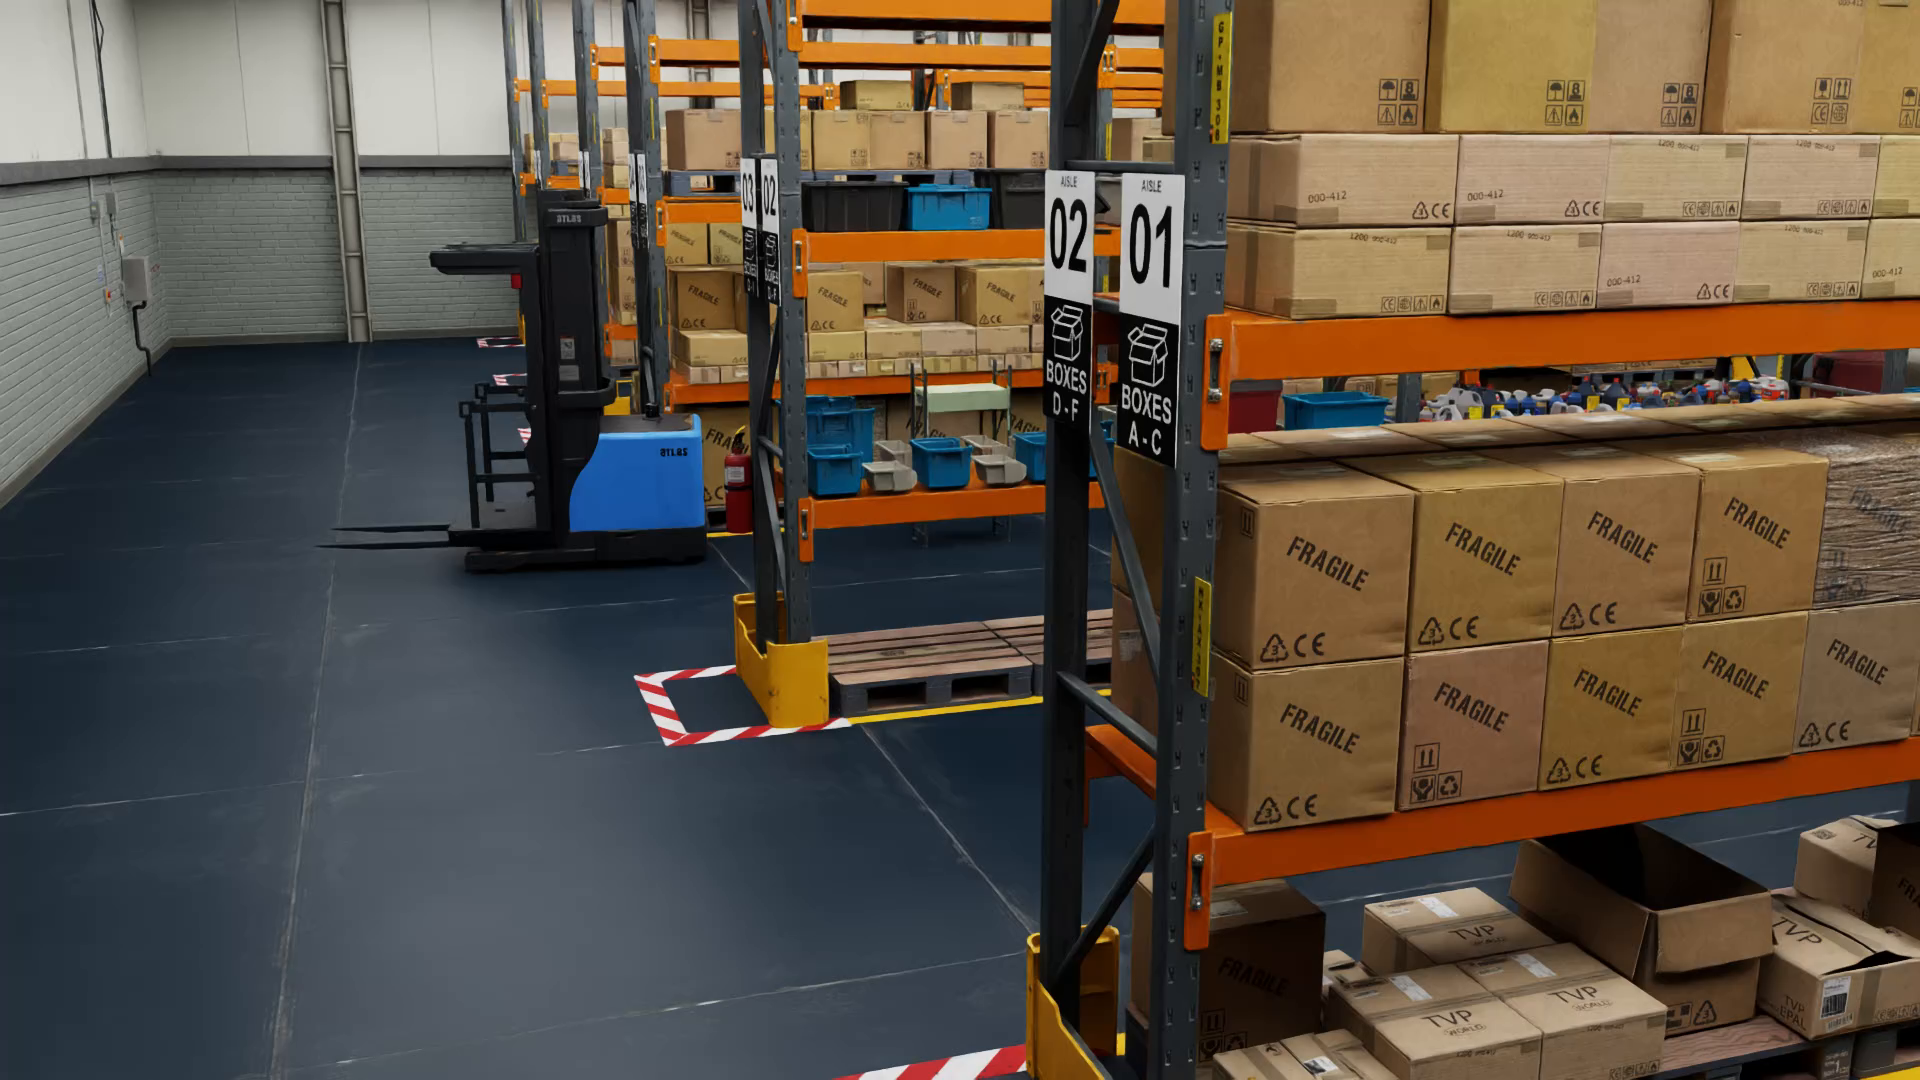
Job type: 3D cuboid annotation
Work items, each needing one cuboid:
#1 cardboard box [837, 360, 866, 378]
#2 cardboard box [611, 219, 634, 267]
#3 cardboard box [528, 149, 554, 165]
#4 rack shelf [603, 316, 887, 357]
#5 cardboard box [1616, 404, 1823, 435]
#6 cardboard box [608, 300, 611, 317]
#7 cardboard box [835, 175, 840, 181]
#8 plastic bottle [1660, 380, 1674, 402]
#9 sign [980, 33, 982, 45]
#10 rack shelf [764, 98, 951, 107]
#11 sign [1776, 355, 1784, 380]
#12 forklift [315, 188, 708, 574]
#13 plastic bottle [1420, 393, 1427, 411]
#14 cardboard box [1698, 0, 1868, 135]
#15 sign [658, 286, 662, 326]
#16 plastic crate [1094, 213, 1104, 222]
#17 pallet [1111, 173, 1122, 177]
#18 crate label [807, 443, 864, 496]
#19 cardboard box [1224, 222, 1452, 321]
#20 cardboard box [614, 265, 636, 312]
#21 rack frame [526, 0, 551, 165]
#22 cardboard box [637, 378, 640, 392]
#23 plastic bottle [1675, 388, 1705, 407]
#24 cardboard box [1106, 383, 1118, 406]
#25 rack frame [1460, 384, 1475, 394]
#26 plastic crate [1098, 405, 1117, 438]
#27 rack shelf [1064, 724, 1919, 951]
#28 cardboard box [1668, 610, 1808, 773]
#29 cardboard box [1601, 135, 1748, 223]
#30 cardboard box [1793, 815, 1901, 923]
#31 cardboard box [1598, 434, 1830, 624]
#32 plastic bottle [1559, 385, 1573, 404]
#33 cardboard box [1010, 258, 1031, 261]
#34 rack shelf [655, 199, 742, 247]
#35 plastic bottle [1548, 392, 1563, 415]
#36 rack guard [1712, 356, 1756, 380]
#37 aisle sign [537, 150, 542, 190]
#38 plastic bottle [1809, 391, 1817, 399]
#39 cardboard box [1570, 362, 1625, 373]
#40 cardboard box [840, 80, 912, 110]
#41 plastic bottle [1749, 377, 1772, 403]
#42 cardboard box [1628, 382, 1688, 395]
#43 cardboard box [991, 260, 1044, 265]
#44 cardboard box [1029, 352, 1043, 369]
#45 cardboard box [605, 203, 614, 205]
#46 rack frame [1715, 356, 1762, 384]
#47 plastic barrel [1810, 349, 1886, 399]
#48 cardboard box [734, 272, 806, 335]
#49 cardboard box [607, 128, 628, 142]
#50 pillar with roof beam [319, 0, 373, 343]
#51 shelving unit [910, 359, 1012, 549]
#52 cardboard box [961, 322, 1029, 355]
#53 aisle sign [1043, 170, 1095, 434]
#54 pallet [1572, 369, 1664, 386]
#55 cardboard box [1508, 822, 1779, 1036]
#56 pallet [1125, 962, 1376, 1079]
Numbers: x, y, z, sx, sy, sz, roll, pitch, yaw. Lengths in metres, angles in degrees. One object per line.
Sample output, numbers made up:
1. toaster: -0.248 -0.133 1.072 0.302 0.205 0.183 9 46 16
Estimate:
1. cardboard box: -0.997 -1.527 14.623 0.250 0.149 0.380 -5 14 -19
2. cardboard box: -3.632 -3.350 18.724 0.500 0.500 0.500 -5 14 -18
3. cardboard box: -6.896 -6.366 27.622 0.500 0.250 0.500 -5 14 -19
4. rack shelf: -2.247 -2.493 19.695 4.000 0.370 1.077 -4 14 -18
5. cardboard box: 2.778 -0.208 6.159 0.500 0.500 0.500 -5 14 -20
6. cardboard box: -5.971 -3.929 28.673 0.500 0.500 0.700 -4 14 -16
7. cardboard box: -1.688 -4.209 19.199 0.500 0.250 0.500 -5 14 -19
8. plastic bottle: 5.194 -1.035 12.265 0.133 0.283 0.061 -4 14 -18
9. sign: 0.361 -8.745 29.274 0.005 0.325 0.100 -4 14 -18
10. rack shelf: -1.717 -7.679 29.397 4.000 0.370 1.077 -4 14 -18
11. sign: 6.324 -1.304 12.789 0.005 0.325 0.100 -4 14 -18
12. forklift: -3.597 -1.293 13.244 3.031 2.935 1.130 -2 14 -9
13. plastic bottle: 3.190 -0.879 11.609 0.133 0.283 0.061 -4 14 -18
14. cardboard box: 2.426 -1.558 5.352 0.500 0.500 0.700 -4 14 -18
15. sign: -2.485 -1.937 13.764 0.005 0.325 0.100 -4 14 -18
16. plastic crate: 0.803 -2.052 10.373 0.530 0.136 0.437 -4 14 -18
17. pallet: 1.988 -3.340 15.633 1.217 0.209 0.805 -5 14 -20
18. crate label: -0.737 -0.407 9.606 0.303 0.233 0.416 -4 14 -18
19. cardboard box: 1.068 -0.795 4.847 0.500 0.250 0.500 -4 14 -18
20. cardboard box: -3.629 -2.861 18.830 0.500 0.500 0.500 -4 14 -15
21. rack frame: -5.817 -6.692 22.830 0.127 3.000 1.000 -4 14 -18
22. cardboard box: -3.537 -1.766 19.053 0.250 0.149 0.380 -5 14 -21
23. plastic bottle: 5.011 -0.870 11.424 0.185 0.351 0.144 -4 14 -18
24. cardboard box: 1.735 -1.117 16.042 0.875 0.875 1.225 -4 14 -18
25. rack frame: 4.926 -2.190 16.869 0.127 3.000 1.000 -4 14 -18
26. plastic crate: 1.209 -0.708 10.764 0.530 0.282 0.437 -4 14 -18
27. rack shelf: 2.395 0.775 5.955 4.000 0.370 1.077 -4 14 -18
28. cardboard box: 2.443 0.437 5.606 0.500 0.500 0.500 -4 14 -17
29. cardboard box: 2.018 -1.111 5.093 0.500 0.250 0.500 -4 14 -18
30. cardboard box: 3.824 1.355 6.822 0.500 0.311 0.500 -4 14 -18
31. cardboard box: 2.454 -0.051 5.497 0.500 0.500 0.500 -5 14 -19
32. plastic bottle: 4.361 -0.970 11.992 0.133 0.283 0.061 -4 14 -18
33. cardboard box: 0.675 -3.330 20.012 0.250 0.149 0.380 -4 14 -18
34. rack shelf: -0.761 -2.857 14.744 4.000 0.370 1.077 -4 14 -18
35. plastic bottle: 4.214 -0.911 11.771 0.097 0.271 0.097 0 13 0
36. rack guard: 11.045 -2.662 24.253 0.348 0.500 1.175 -4 14 -18
37. aisle sign: -5.793 -4.969 22.934 0.004 0.787 0.394 -4 14 -18
38. plastic bottle: 6.040 -0.907 11.725 0.133 0.283 0.061 -4 14 -18
39. cardboard box: 8.703 -2.850 23.326 0.875 0.875 0.875 -4 14 -18
40. cardboard box: -0.738 -3.873 14.499 0.500 0.250 0.500 -5 14 -20
41. plastic bottle: 5.993 -1.083 12.480 0.135 0.276 0.152 -4 14 -18
42. cardboard box: 7.670 -1.412 18.047 0.500 0.500 0.700 -5 14 -18
43. cardboard box: 0.599 -2.352 15.611 0.500 0.500 0.500 -4 14 -18
44. cardboard box: 0.706 -1.659 15.180 0.250 0.149 0.380 -4 14 -17
45. cardboard box: -5.090 -4.756 23.877 0.250 0.149 0.380 -5 14 -19
46. rack frame: 8.717 -2.486 18.110 0.127 3.000 1.000 -4 14 -18
47. plastic barrel: 6.849 -1.271 12.710 0.708 0.536 0.600 -4 14 -18
48. cardboard box: -1.641 -2.050 14.338 0.500 0.500 0.500 -5 14 -19
49. cardboard box: -3.763 -4.493 18.448 0.250 0.149 0.380 -5 14 -19
50. pillar with roof beam: -8.873 -6.835 23.431 0.400 9.000 9.100 -4 14 -18
51. shelving unit: 0.006 -0.730 13.971 0.755 1.500 0.431 -4 14 -18
52. cardboard box: 0.311 -1.838 15.069 0.500 0.250 0.500 -4 14 -16
53. aisle sign: 0.337 -0.754 5.212 0.004 0.787 0.394 -4 14 -18
54. pallet: 9.135 -2.354 23.584 1.213 0.211 1.003 -4 14 -18
55. cardboard box: 2.512 1.418 6.143 0.637 0.503 0.797 -4 14 -18
56. pallet: 1.327 1.865 5.846 1.213 0.211 1.003 -4 14 -18
